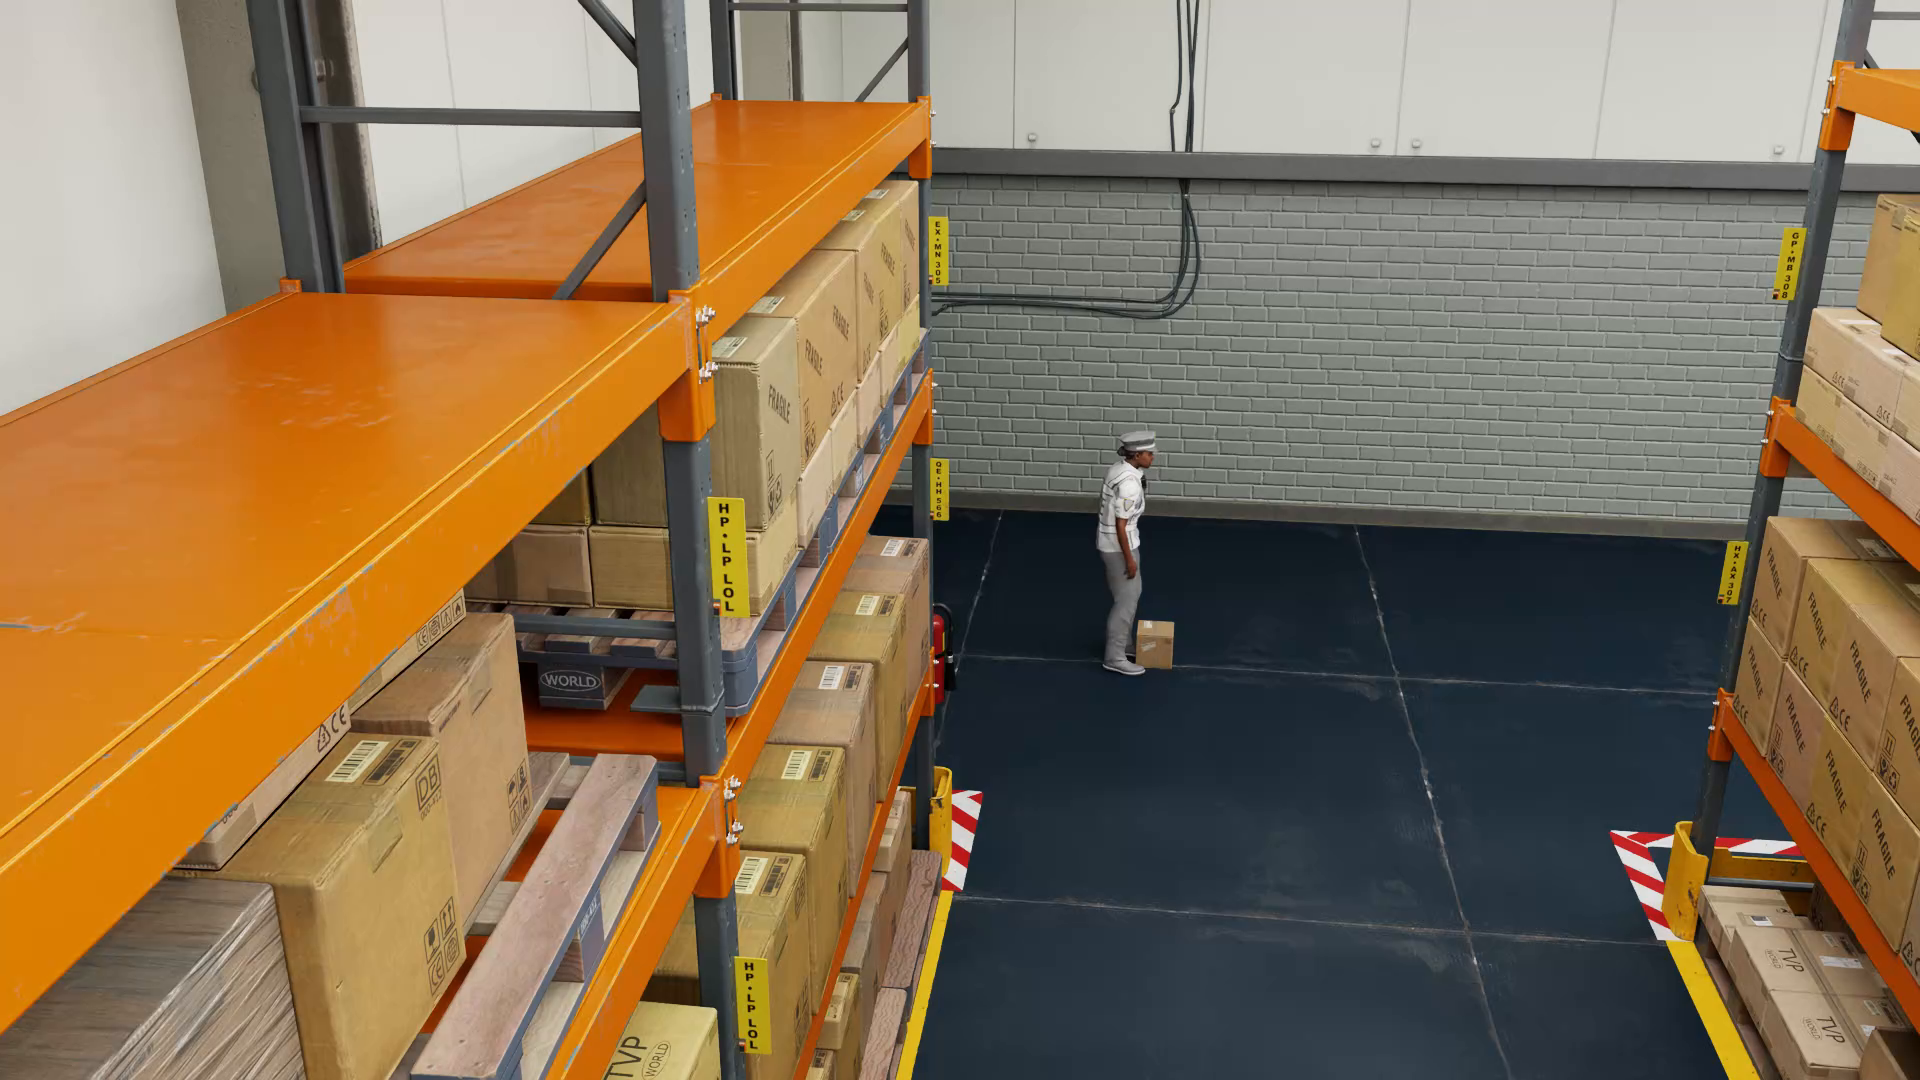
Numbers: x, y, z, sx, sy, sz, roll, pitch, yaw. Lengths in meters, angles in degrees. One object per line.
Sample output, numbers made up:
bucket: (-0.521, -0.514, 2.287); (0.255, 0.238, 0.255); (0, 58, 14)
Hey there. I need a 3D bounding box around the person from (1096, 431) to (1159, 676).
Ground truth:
person: (1.134, 0.065, 11.312); (0.418, 1.661, 0.520); (2, 21, 5)
